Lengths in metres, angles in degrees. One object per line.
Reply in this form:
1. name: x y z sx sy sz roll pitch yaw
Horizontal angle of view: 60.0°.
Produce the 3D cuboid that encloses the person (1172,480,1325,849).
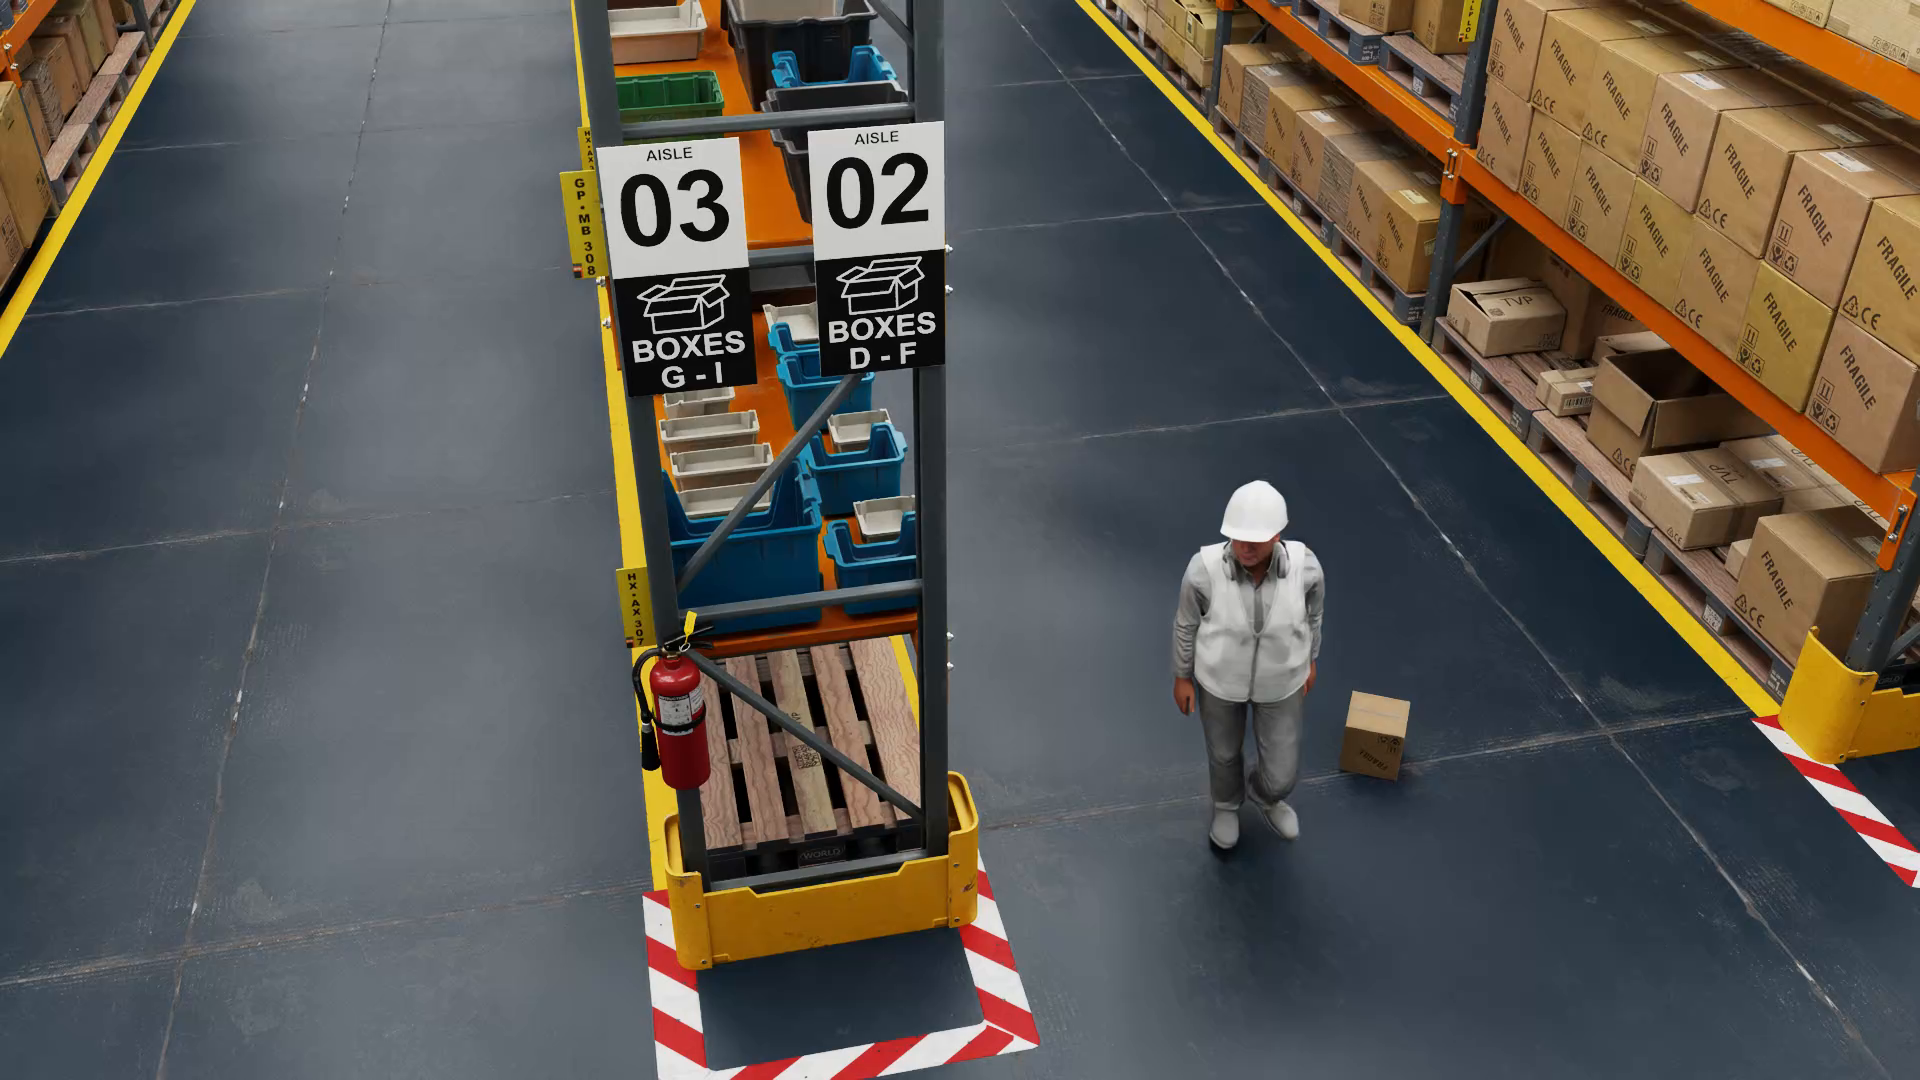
1. person: 1.097 0.505 6.351 0.591 1.760 0.486 4 34 6
